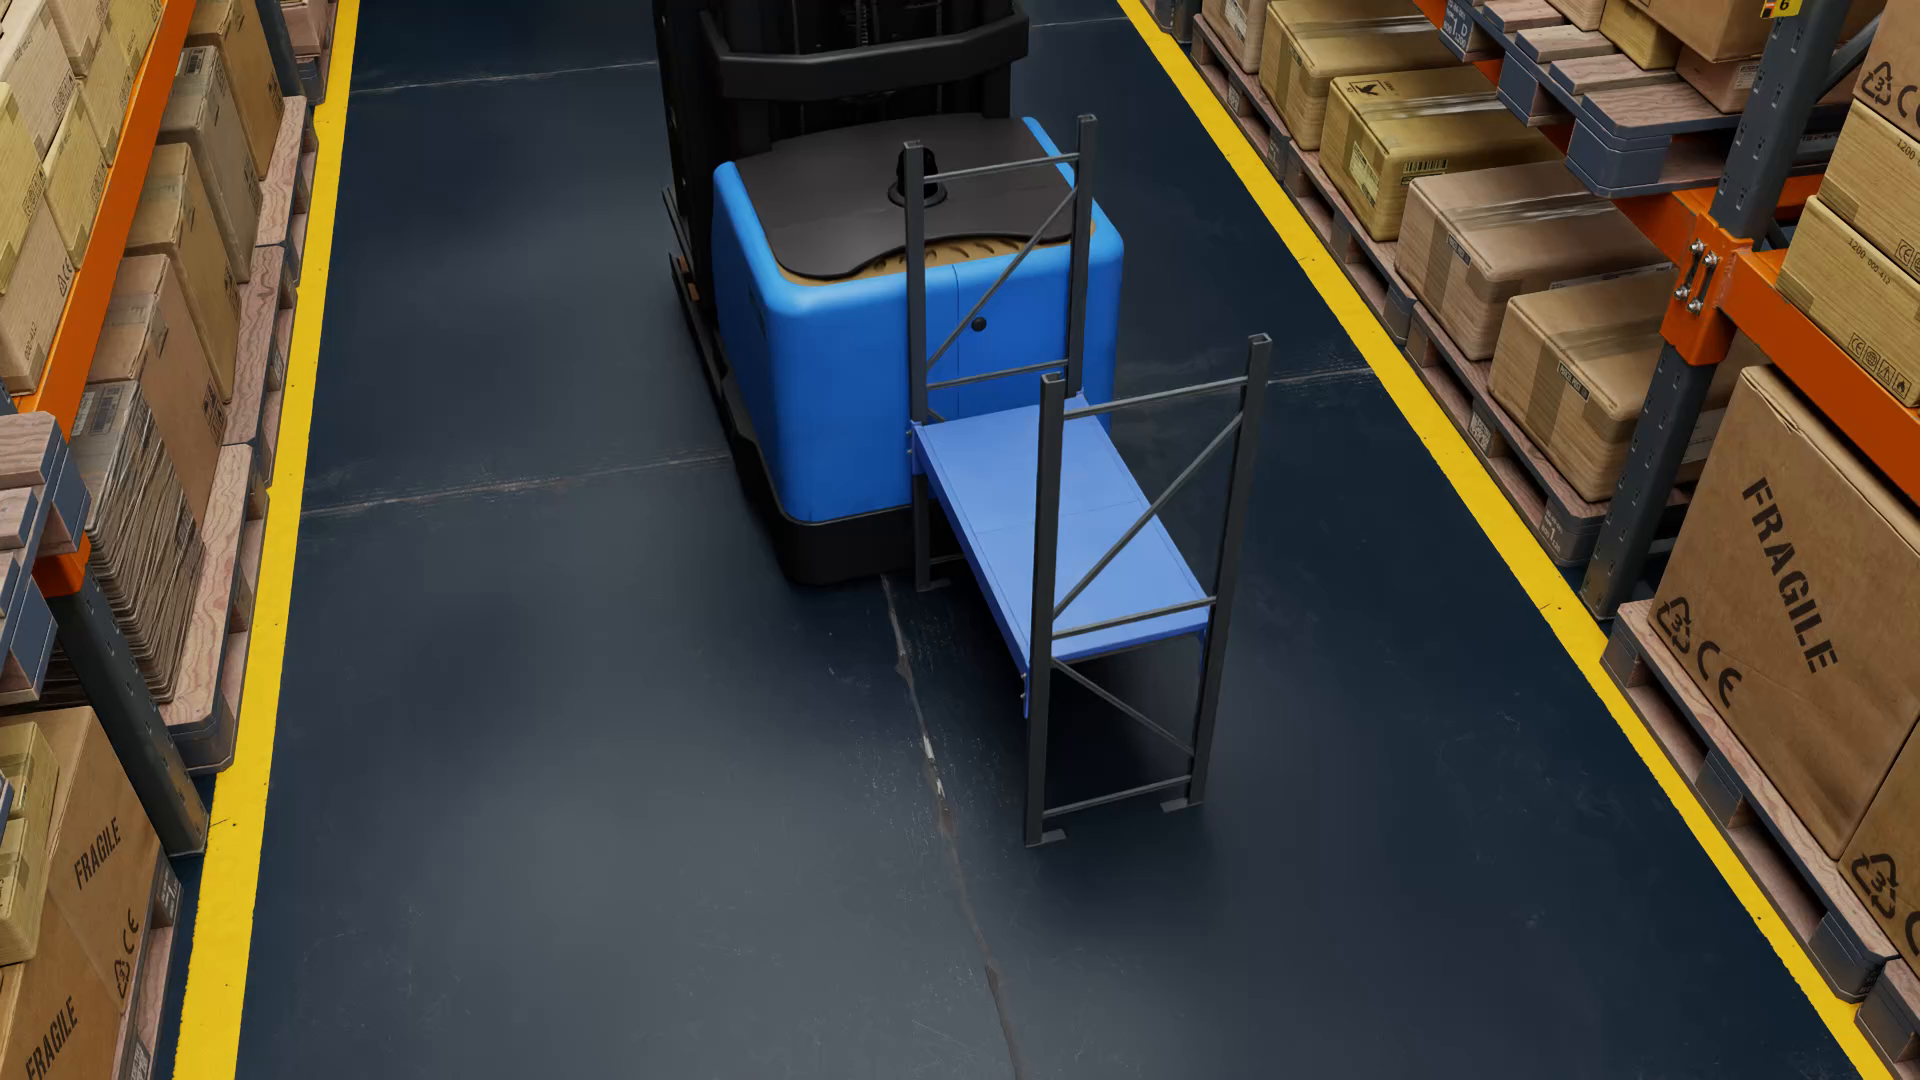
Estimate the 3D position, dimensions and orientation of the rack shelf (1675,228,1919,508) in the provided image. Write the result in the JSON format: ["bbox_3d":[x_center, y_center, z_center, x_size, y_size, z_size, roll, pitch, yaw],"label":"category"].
[{"bbox_3d":[2.812,0.581,2.878,1.077,0.370,4.000,-8,42,-9],"label":"rack shelf"}]

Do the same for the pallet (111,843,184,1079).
[{"bbox_3d":[-2.342,1.261,3.670,1.003,0.211,1.213,-8,42,-9],"label":"pallet"}]

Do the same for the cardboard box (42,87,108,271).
[{"bbox_3d":[-2.427,-0.864,4.077,0.500,0.250,0.500,-9,42,-10],"label":"cardboard box"}]

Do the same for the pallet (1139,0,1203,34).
[{"bbox_3d":[1.337,-2.965,8.431,1.003,0.211,1.213,-8,42,-9],"label":"pallet"}]

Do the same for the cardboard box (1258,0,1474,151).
[{"bbox_3d":[1.791,-1.947,6.846,0.950,0.372,0.625,-6,42,-7],"label":"cardboard box"}]

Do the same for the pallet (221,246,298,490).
[{"bbox_3d":[-2.865,-0.557,5.718,1.003,0.211,1.213,-8,42,-9],"label":"pallet"}]

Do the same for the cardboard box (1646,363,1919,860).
[{"bbox_3d":[2.448,0.113,4.148,0.875,0.875,0.875,-9,42,-10],"label":"cardboard box"}]

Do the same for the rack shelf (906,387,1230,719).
[{"bbox_3d":[0.255,-0.001,4.392,0.538,0.185,1.000,-12,43,-13],"label":"rack shelf"}]

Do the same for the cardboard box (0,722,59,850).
[{"bbox_3d":[-2.112,0.548,3.451,0.380,0.149,0.250,-10,43,-11],"label":"cardboard box"}]

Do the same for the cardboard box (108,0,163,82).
[{"bbox_3d":[-2.655,-1.534,4.831,0.500,0.250,0.500,-7,42,-8],"label":"cardboard box"}]

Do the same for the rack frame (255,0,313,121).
[{"bbox_3d":[-3.329,-2.864,6.217,1.000,3.000,0.127,-8,42,-9],"label":"rack frame"}]

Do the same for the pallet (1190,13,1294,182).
[{"bbox_3d":[1.686,-2.030,7.378,1.003,0.211,1.213,-8,42,-9],"label":"pallet"}]

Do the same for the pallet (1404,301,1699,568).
[{"bbox_3d":[2.213,-0.448,5.596,1.003,0.211,1.213,-8,42,-9],"label":"pallet"}]

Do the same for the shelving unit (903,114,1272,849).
[{"bbox_3d":[0.255,-0.135,4.272,0.538,1.500,1.048,-12,43,-13],"label":"shelving unit"}]

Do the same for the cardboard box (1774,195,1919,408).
[{"bbox_3d":[2.240,-0.575,3.751,0.500,0.250,0.500,-9,42,-10],"label":"cardboard box"}]

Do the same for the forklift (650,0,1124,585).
[{"bbox_3d":[-0.454,-1.952,5.241,1.130,2.935,3.031,-12,43,-13],"label":"forklift"}]

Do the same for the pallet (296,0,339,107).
[{"bbox_3d":[-3.460,-2.342,7.730,1.003,0.211,1.213,-8,42,-9],"label":"pallet"}]

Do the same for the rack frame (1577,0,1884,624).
[{"bbox_3d":[2.380,-0.985,4.100,1.000,3.000,0.127,-8,42,-9],"label":"rack frame"}]

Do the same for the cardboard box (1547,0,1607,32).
[{"bbox_3d":[1.853,-1.547,4.606,0.380,0.149,0.250,-9,42,-10],"label":"cardboard box"}]

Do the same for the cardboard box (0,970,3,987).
[{"bbox_3d":[-2.009,0.898,3.057,0.380,0.149,0.250,-10,43,-11],"label":"cardboard box"}]

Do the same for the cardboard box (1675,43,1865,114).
[{"bbox_3d":[2.079,-1.226,4.245,0.380,0.149,0.250,-7,42,-8],"label":"cardboard box"}]

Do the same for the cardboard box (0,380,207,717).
[{"bbox_3d":[-2.587,0.054,4.402,0.875,0.625,0.625,-7,42,-8],"label":"cardboard box"}]

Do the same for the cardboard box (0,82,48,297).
[{"bbox_3d":[-2.299,-0.728,3.547,0.500,0.250,0.500,-8,42,-9],"label":"cardboard box"}]

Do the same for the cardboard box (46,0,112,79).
[{"bbox_3d":[-2.525,-1.391,4.294,0.500,0.250,0.500,-9,42,-10],"label":"cardboard box"}]

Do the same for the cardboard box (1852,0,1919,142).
[{"bbox_3d":[2.248,-1.041,3.335,0.500,0.500,0.500,-10,43,-11],"label":"cardboard box"}]

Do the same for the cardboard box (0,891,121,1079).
[{"bbox_3d":[-2.067,1.076,3.345,0.500,0.500,0.500,-9,42,-10],"label":"cardboard box"}]

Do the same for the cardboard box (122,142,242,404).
[{"bbox_3d":[-2.881,-0.805,5.370,0.875,0.625,0.625,-10,43,-11],"label":"cardboard box"}]

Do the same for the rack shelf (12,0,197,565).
[{"bbox_3d":[-2.898,-1.298,4.995,1.077,0.370,4.000,-8,42,-9],"label":"rack shelf"}]

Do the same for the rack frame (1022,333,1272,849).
[{"bbox_3d":[0.407,0.187,3.910,0.500,1.500,0.032,-12,43,-13],"label":"rack frame"}]

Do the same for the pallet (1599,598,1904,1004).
[{"bbox_3d":[2.477,0.580,4.437,1.003,0.211,1.213,-8,42,-9],"label":"pallet"}]

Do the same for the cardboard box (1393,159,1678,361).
[{"bbox_3d":[2.101,-1.004,5.784,0.950,0.372,0.625,-9,42,-10],"label":"cardboard box"}]

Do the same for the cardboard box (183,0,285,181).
[{"bbox_3d":[-3.206,-1.796,6.486,0.875,0.625,0.625,-7,42,-7],"label":"cardboard box"}]
